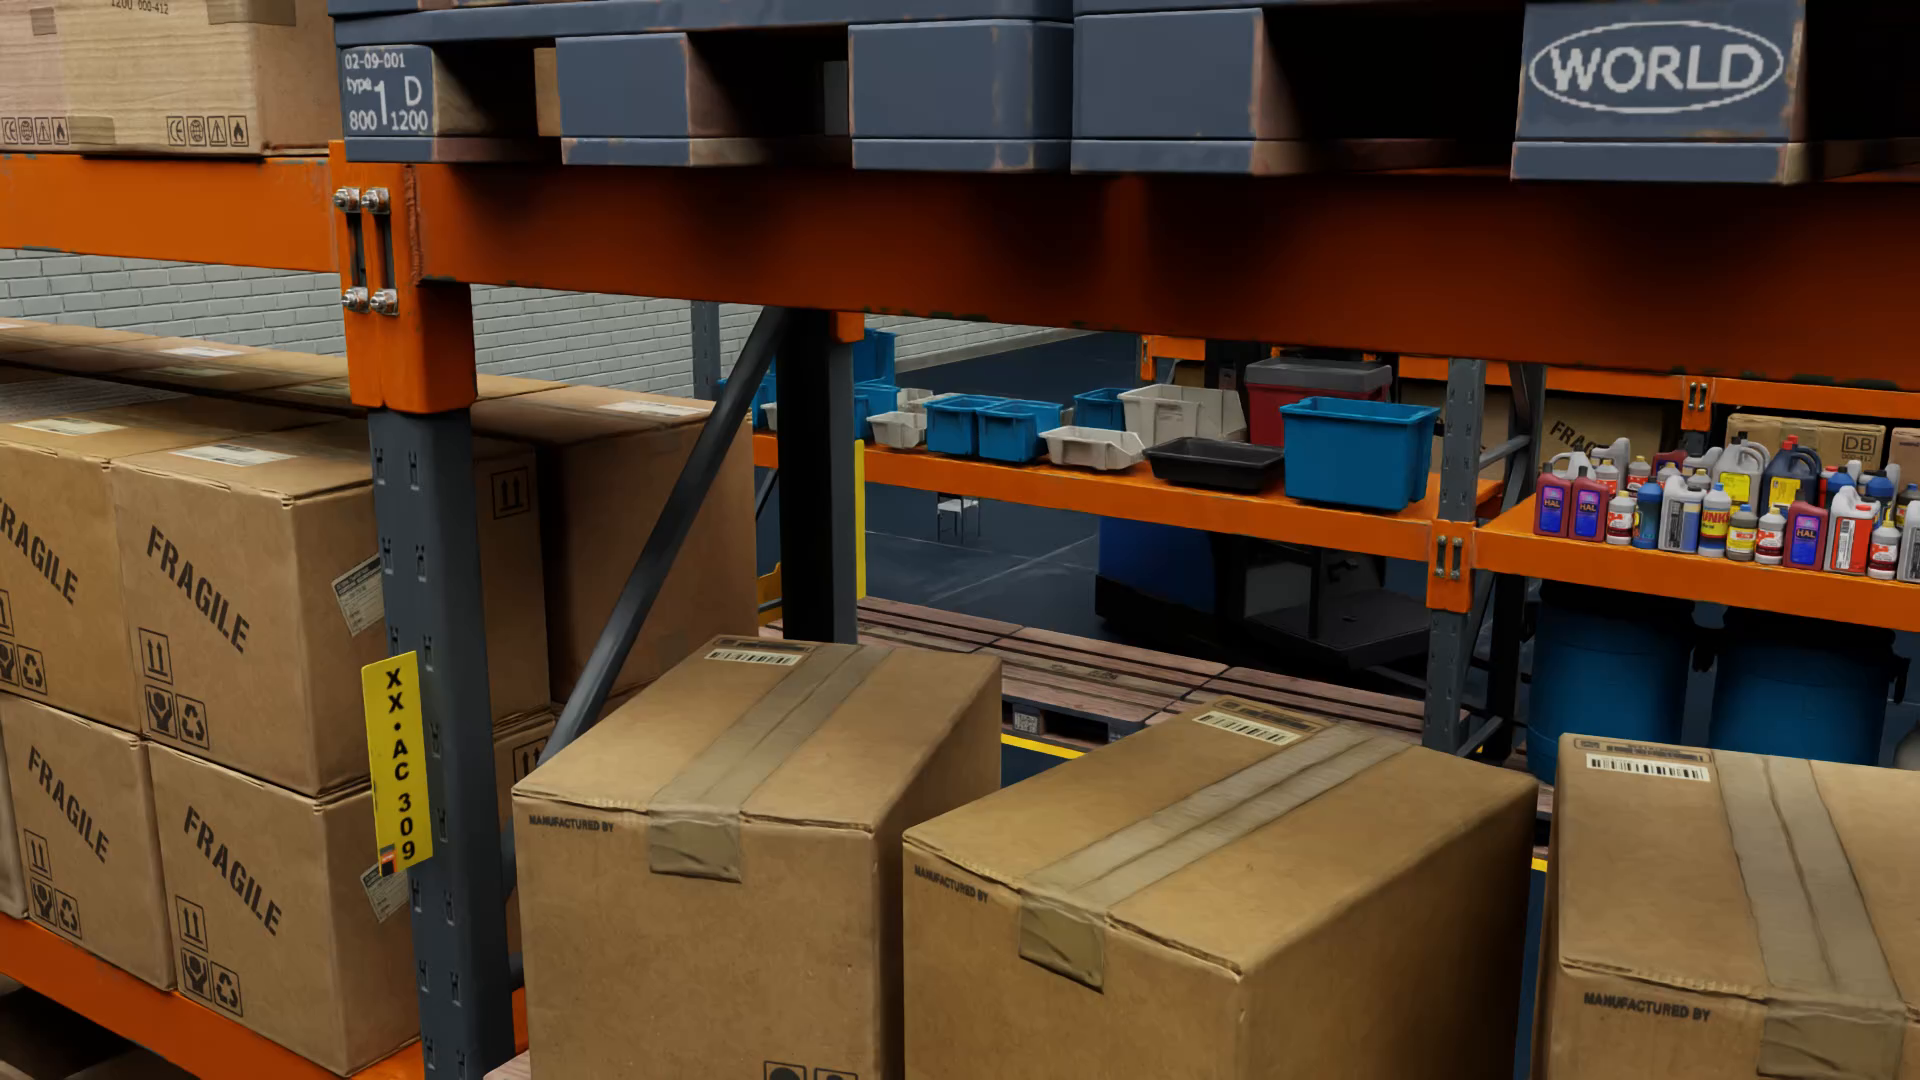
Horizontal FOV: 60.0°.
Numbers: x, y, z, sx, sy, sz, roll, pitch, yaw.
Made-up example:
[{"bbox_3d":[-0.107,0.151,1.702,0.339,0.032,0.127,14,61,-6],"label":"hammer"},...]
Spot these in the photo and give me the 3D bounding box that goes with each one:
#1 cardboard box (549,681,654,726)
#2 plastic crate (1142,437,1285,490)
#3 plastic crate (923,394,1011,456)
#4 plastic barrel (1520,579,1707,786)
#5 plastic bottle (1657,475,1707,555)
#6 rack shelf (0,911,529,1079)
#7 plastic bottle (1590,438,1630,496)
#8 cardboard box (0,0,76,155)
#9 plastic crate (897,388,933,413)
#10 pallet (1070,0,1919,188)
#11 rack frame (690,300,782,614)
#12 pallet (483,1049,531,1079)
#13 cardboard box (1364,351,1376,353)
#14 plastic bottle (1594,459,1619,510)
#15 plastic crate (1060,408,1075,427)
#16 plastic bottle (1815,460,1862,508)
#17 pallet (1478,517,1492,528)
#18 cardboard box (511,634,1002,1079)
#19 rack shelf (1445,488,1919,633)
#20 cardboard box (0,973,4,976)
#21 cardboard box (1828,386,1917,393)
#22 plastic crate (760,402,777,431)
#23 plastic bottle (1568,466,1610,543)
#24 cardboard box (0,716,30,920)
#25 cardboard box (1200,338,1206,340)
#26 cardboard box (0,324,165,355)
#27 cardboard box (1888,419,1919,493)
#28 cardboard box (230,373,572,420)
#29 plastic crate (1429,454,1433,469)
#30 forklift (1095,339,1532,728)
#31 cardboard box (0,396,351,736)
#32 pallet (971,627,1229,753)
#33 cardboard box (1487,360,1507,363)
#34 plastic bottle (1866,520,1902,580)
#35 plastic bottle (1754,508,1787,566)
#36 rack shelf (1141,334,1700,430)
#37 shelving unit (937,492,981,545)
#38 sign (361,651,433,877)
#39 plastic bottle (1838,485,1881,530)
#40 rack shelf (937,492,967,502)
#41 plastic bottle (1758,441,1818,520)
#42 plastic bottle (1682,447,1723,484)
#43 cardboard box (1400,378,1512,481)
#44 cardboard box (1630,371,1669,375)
[{"bbox_3d":[-0.799,0.469,3.477,0.500,0.500,0.500,10,17,34],"label":"cardboard box"},{"bbox_3d":[1.161,-0.339,7.397,0.590,0.125,0.437,9,17,33],"label":"plastic crate"},{"bbox_3d":[0.034,-0.556,8.049,0.300,0.233,0.416,9,17,33],"label":"plastic crate"},{"bbox_3d":[2.682,0.544,6.875,0.708,0.901,0.600,9,17,33],"label":"plastic barrel"},{"bbox_3d":[2.715,-0.099,6.240,0.135,0.276,0.152,9,17,33],"label":"plastic bottle"},{"bbox_3d":[-2.187,0.721,4.164,4.000,0.370,1.077,9,17,33],"label":"rack shelf"},{"bbox_3d":[2.747,-0.298,7.043,0.135,0.276,0.152,9,17,33],"label":"plastic bottle"},{"bbox_3d":[-1.489,-0.824,2.980,0.500,0.250,0.500,9,17,33],"label":"cardboard box"},{"bbox_3d":[-0.302,-0.711,8.877,0.243,0.136,0.396,9,17,33],"label":"plastic crate"},{"bbox_3d":[0.836,-0.484,1.687,1.003,0.211,1.213,9,17,33],"label":"pallet"},{"bbox_3d":[-1.079,-0.883,9.148,0.127,3.000,1.000,9,17,33],"label":"rack frame"},{"bbox_3d":[0.074,0.863,2.496,1.213,0.211,1.003,9,17,33],"label":"pallet"},{"bbox_3d":[3.072,-1.429,11.878,0.250,0.149,0.380,9,16,31],"label":"cardboard box"},{"bbox_3d":[2.693,-0.235,6.942,0.097,0.201,0.097,0,14,0],"label":"plastic bottle"},{"bbox_3d":[0.432,-0.601,8.432,0.250,0.136,0.298,9,17,33],"label":"plastic crate"},{"bbox_3d":[3.469,-0.181,6.572,0.135,0.276,0.152,9,17,33],"label":"plastic bottle"},{"bbox_3d":[4.417,-0.098,11.781,1.213,0.211,1.003,9,17,33],"label":"pallet"},{"bbox_3d":[-0.260,0.496,2.494,0.500,0.500,0.700,4,14,14],"label":"cardboard box"},{"bbox_3d":[3.899,0.271,5.984,4.000,0.370,1.077,9,17,33],"label":"rack shelf"},{"bbox_3d":[-2.972,1.362,5.060,0.250,0.166,0.380,9,17,33],"label":"cardboard box"},{"bbox_3d":[5.664,-1.204,10.237,0.500,0.500,0.500,9,17,33],"label":"cardboard box"},{"bbox_3d":[-0.838,-0.626,8.534,0.298,0.136,0.250,9,17,33],"label":"plastic crate"},{"bbox_3d":[2.417,-0.138,6.381,0.133,0.283,0.061,9,17,33],"label":"plastic bottle"},{"bbox_3d":[-1.942,0.439,3.600,0.500,0.500,0.500,10,17,34],"label":"cardboard box"},{"bbox_3d":[2.009,-1.601,12.572,0.250,0.149,0.380,9,16,32],"label":"cardboard box"},{"bbox_3d":[-2.472,-0.289,4.459,0.500,0.500,0.500,10,17,34],"label":"cardboard box"},{"bbox_3d":[6.288,-0.305,10.362,0.875,0.875,1.225,9,16,31],"label":"cardboard box"},{"bbox_3d":[-1.190,-0.082,3.623,0.500,0.500,0.500,9,16,31],"label":"cardboard box"},{"bbox_3d":[1.933,-0.339,7.373,0.243,0.136,0.396,9,17,33],"label":"plastic crate"},{"bbox_3d":[2.037,-0.701,8.554,1.130,2.935,3.031,-9,17,-33],"label":"forklift"},{"bbox_3d":[-1.518,0.022,3.202,0.500,0.500,0.500,9,16,32],"label":"cardboard box"},{"bbox_3d":[0.592,0.753,8.344,1.213,0.211,1.003,9,17,33],"label":"pallet"},{"bbox_3d":[3.714,-1.326,11.460,0.250,0.149,0.380,10,17,34],"label":"cardboard box"},{"bbox_3d":[3.261,0.033,5.861,0.097,0.201,0.097,0,14,0],"label":"plastic bottle"},{"bbox_3d":[2.957,-0.016,6.059,0.097,0.201,0.097,0,14,0],"label":"plastic bottle"},{"bbox_3d":[3.345,-1.253,12.141,4.000,0.370,1.077,9,17,33],"label":"rack shelf"},{"bbox_3d":[-0.007,-0.438,11.719,0.210,0.900,0.258,9,17,33],"label":"shelving unit"},{"bbox_3d":[-0.824,0.329,2.448,0.005,0.325,0.100,9,17,33],"label":"sign"},{"bbox_3d":[3.264,-0.055,6.060,0.135,0.276,0.152,9,17,33],"label":"plastic bottle"},{"bbox_3d":[-0.007,-0.318,11.749,0.200,0.077,0.258,9,17,33],"label":"rack shelf"},{"bbox_3d":[3.258,-0.211,6.537,0.185,0.351,0.144,9,17,33],"label":"plastic bottle"},{"bbox_3d":[3.050,-0.249,6.845,0.135,0.276,0.152,9,17,33],"label":"plastic bottle"},{"bbox_3d":[3.754,-0.732,12.085,0.875,0.875,0.875,9,17,33],"label":"cardboard box"},{"bbox_3d":[4.568,-1.188,10.902,0.250,0.149,0.380,9,17,33],"label":"cardboard box"}]
